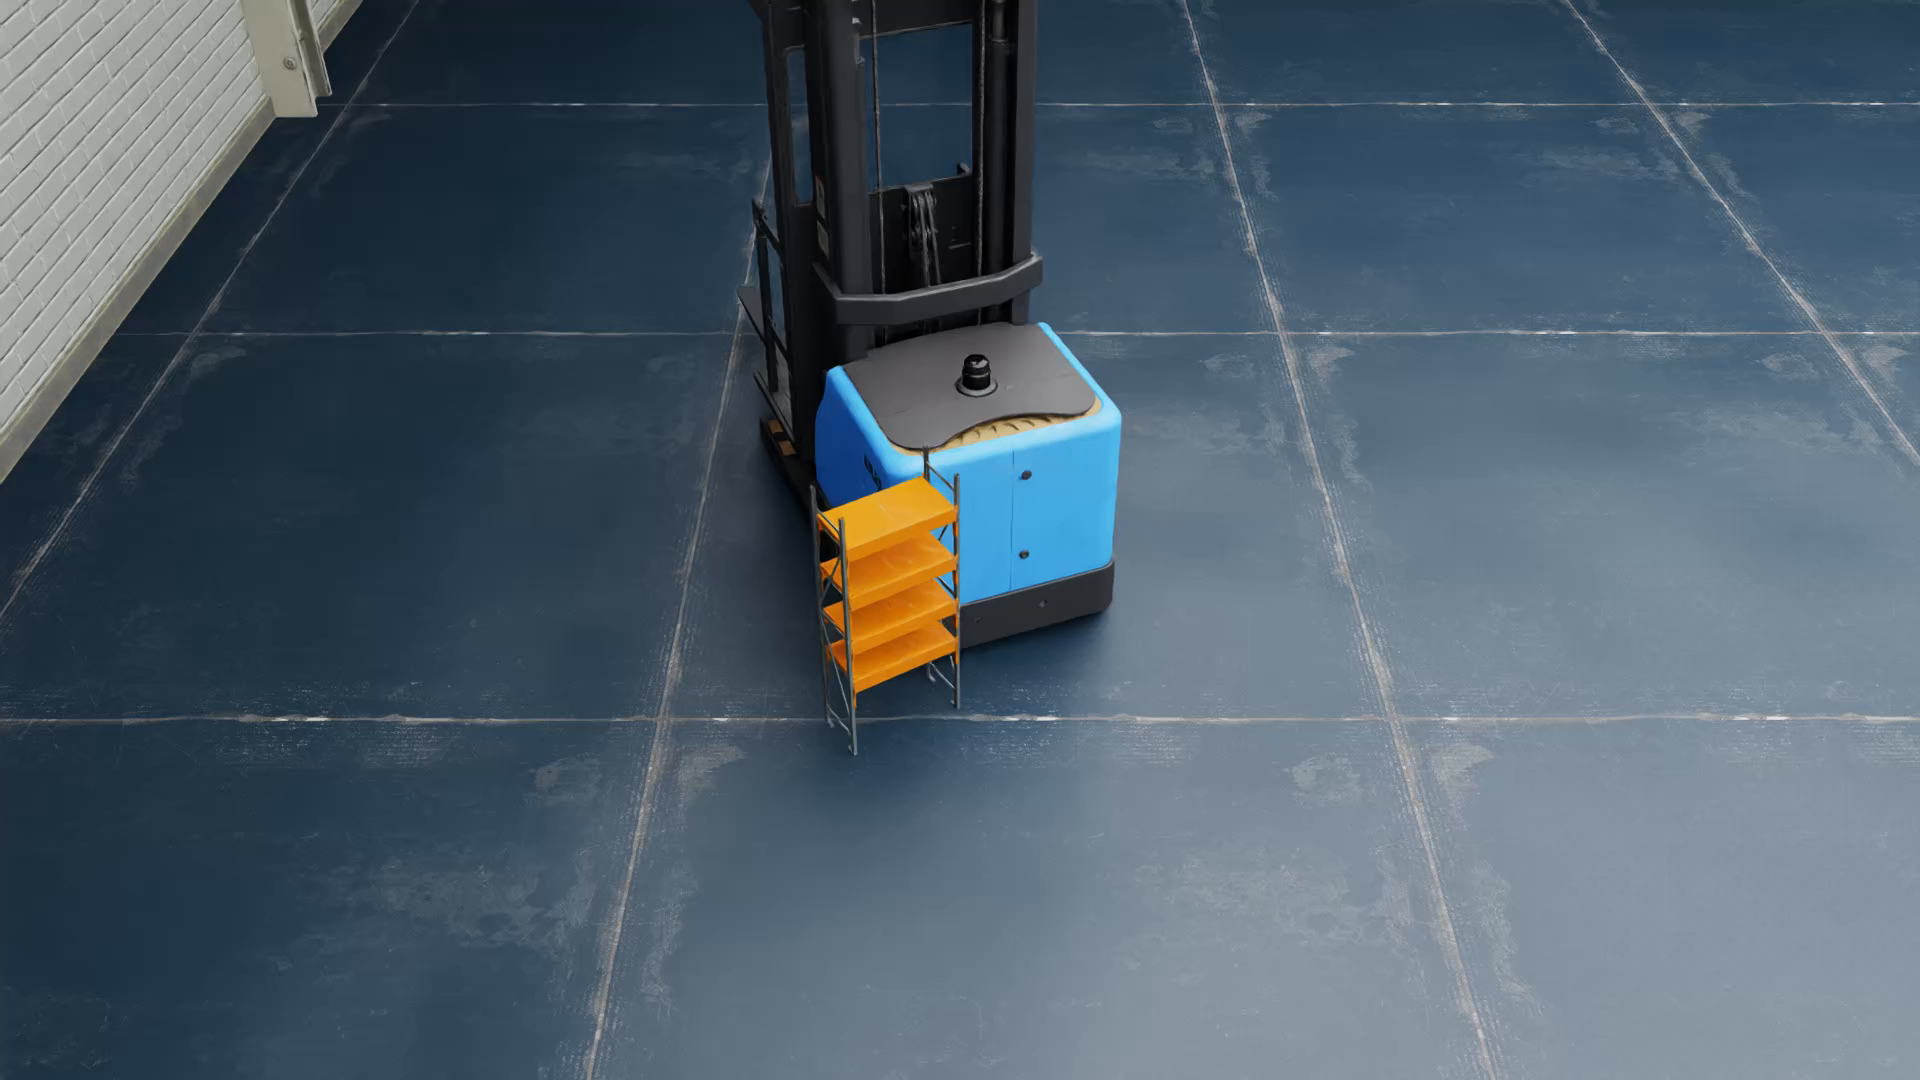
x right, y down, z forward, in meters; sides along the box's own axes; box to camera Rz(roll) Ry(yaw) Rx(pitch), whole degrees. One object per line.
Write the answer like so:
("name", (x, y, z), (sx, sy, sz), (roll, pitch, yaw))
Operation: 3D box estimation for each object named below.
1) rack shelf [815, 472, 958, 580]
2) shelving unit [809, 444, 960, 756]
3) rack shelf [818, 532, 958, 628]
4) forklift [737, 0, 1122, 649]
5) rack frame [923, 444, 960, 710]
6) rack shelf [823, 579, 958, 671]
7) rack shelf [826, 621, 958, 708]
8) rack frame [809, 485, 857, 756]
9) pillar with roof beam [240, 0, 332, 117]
("rack shelf", (-0.276, -0.057, 6.232), (0.480, 0.148, 0.258), (-22, 44, -25))
("shelving unit", (-0.276, 0.250, 6.478), (0.503, 1.200, 0.258), (-22, 44, -25))
("rack shelf", (-0.276, 0.128, 6.380), (0.480, 0.148, 0.258), (-22, 44, -25))
("forklift", (-0.348, -1.556, 7.348), (1.130, 2.935, 3.031), (-14, 41, -17))
("rack frame", (-0.070, 0.168, 6.580), (0.015, 1.200, 0.240), (-22, 44, -25))
("rack shelf", (-0.276, 0.302, 6.520), (0.480, 0.148, 0.258), (-22, 44, -25))
("rack shelf", (-0.276, 0.457, 6.645), (0.480, 0.148, 0.258), (-22, 44, -25))
("rack frame", (-0.482, 0.331, 6.377), (0.015, 1.200, 0.240), (-22, 44, -25))
("pillar with roof beam", (-0.249, -6.527, 8.699), (9.100, 9.000, 0.400), (0, 39, 0))
